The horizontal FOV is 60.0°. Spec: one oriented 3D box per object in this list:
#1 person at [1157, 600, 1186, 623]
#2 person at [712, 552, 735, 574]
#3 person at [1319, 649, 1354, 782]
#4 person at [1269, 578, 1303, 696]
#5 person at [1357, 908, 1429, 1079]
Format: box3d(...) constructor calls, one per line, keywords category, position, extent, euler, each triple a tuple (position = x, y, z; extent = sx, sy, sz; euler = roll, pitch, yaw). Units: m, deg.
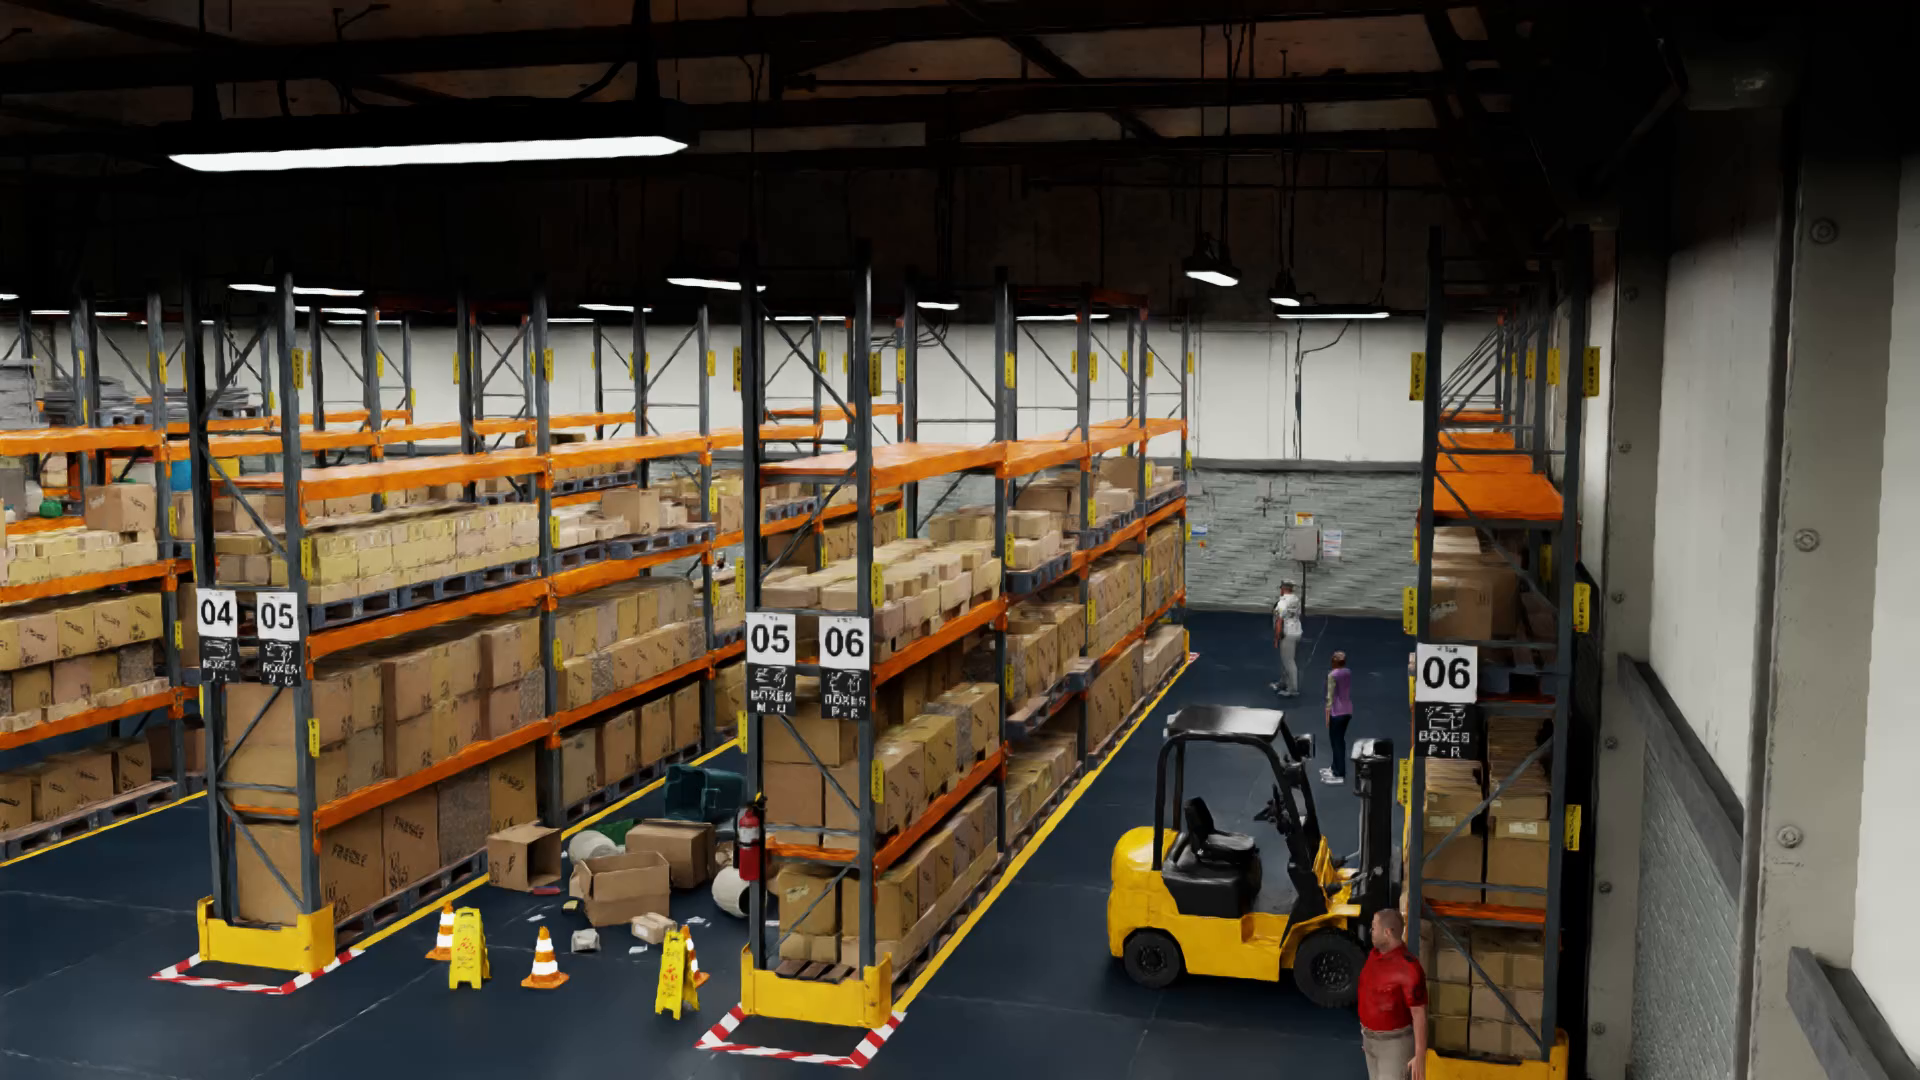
box3d(category="person", position=(4.081, 0.714, 32.070), extent=(0.570, 1.752, 0.601), euler=(-5, 8, -38))
box3d(category="person", position=(-4.308, 0.997, 30.226), extent=(0.625, 1.607, 0.575), euler=(2, 7, 14))
box3d(category="person", position=(4.539, 2.115, 20.122), extent=(0.467, 1.599, 0.448), euler=(-6, 9, -43))
box3d(category="person", position=(4.946, 1.451, 25.328), extent=(0.591, 1.744, 0.666), euler=(4, 8, 35))
box3d(category="person", position=(2.711, 3.151, 10.335), extent=(0.426, 1.720, 0.658), euler=(-2, 7, -15))
